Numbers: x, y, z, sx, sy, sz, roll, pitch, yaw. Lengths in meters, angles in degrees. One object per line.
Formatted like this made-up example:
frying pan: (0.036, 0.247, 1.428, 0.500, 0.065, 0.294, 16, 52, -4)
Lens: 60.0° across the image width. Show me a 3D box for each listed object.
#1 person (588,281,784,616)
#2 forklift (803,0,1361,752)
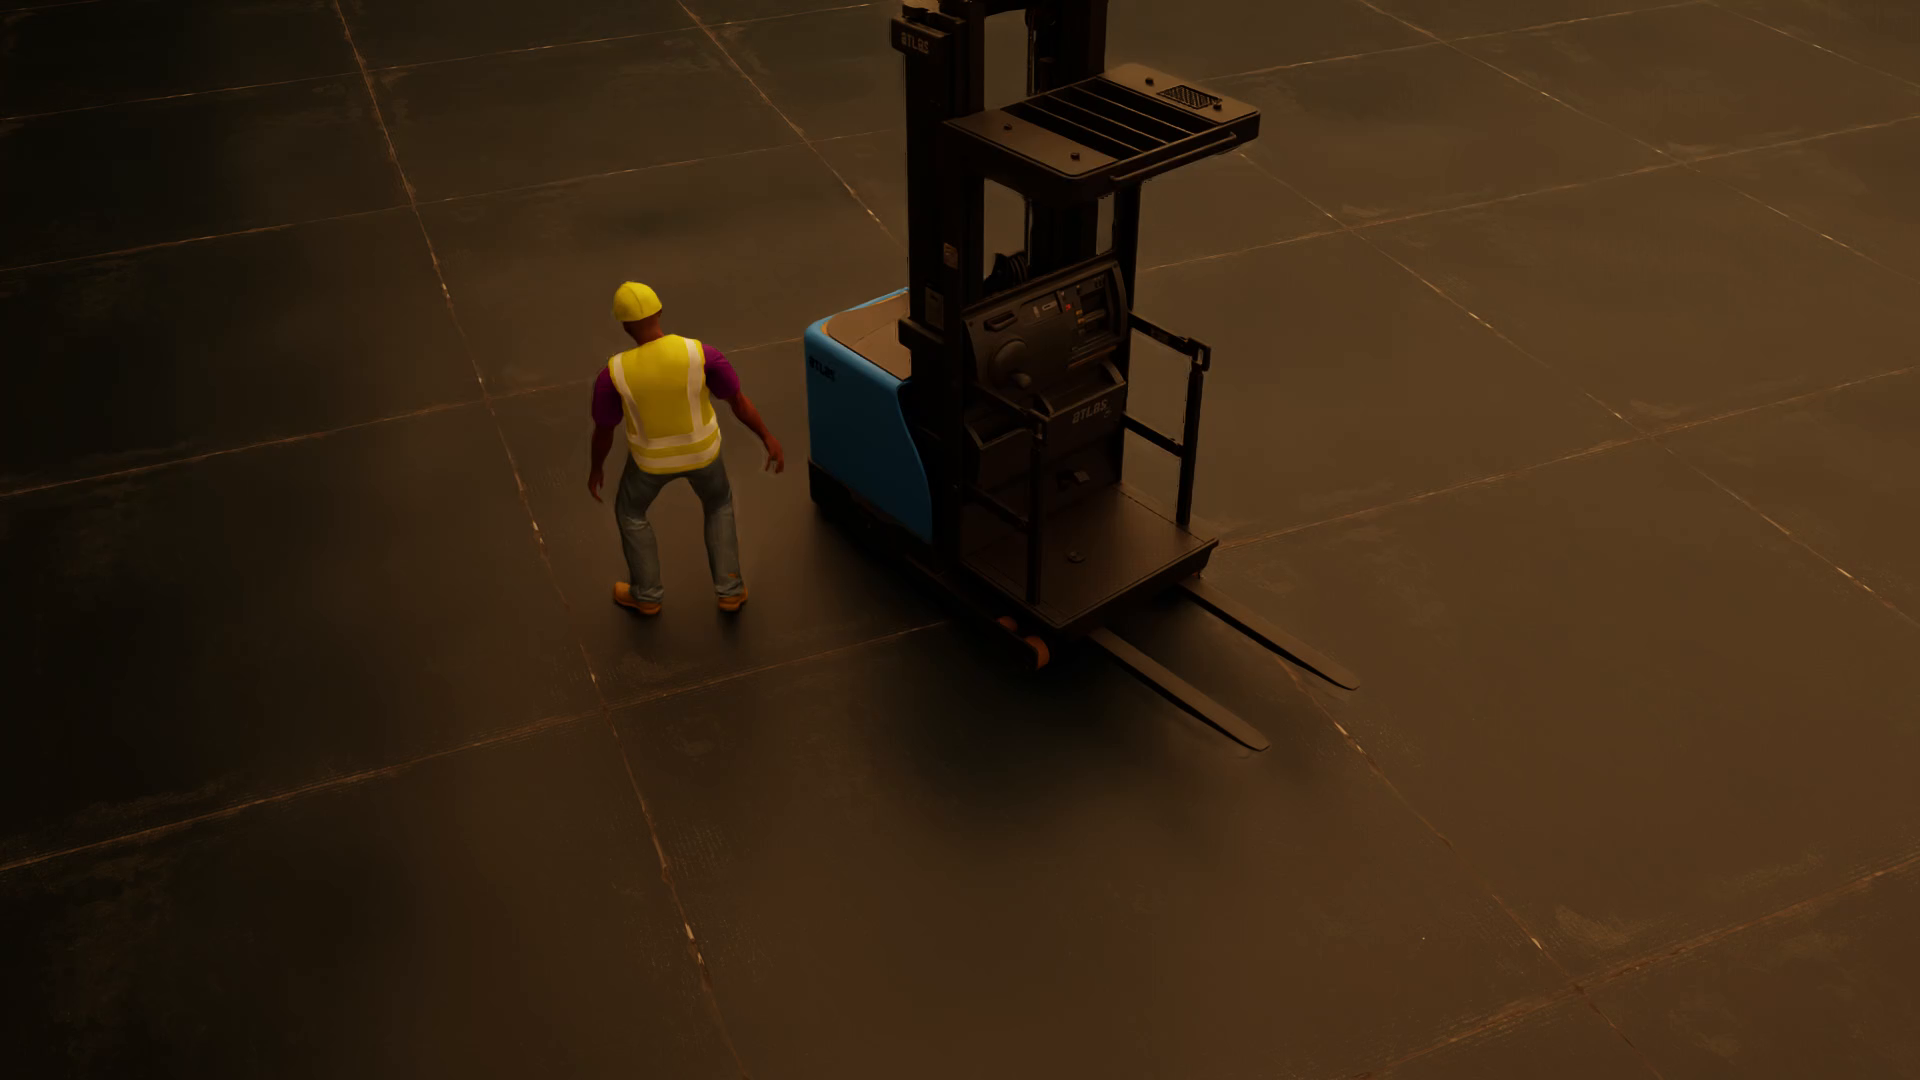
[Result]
person: (-1.286, -0.410, 7.753, 0.918, 1.688, 0.494, -6, 36, -9)
forklift: (0.538, -0.917, 7.388, 1.130, 2.935, 3.031, -26, 43, -32)
